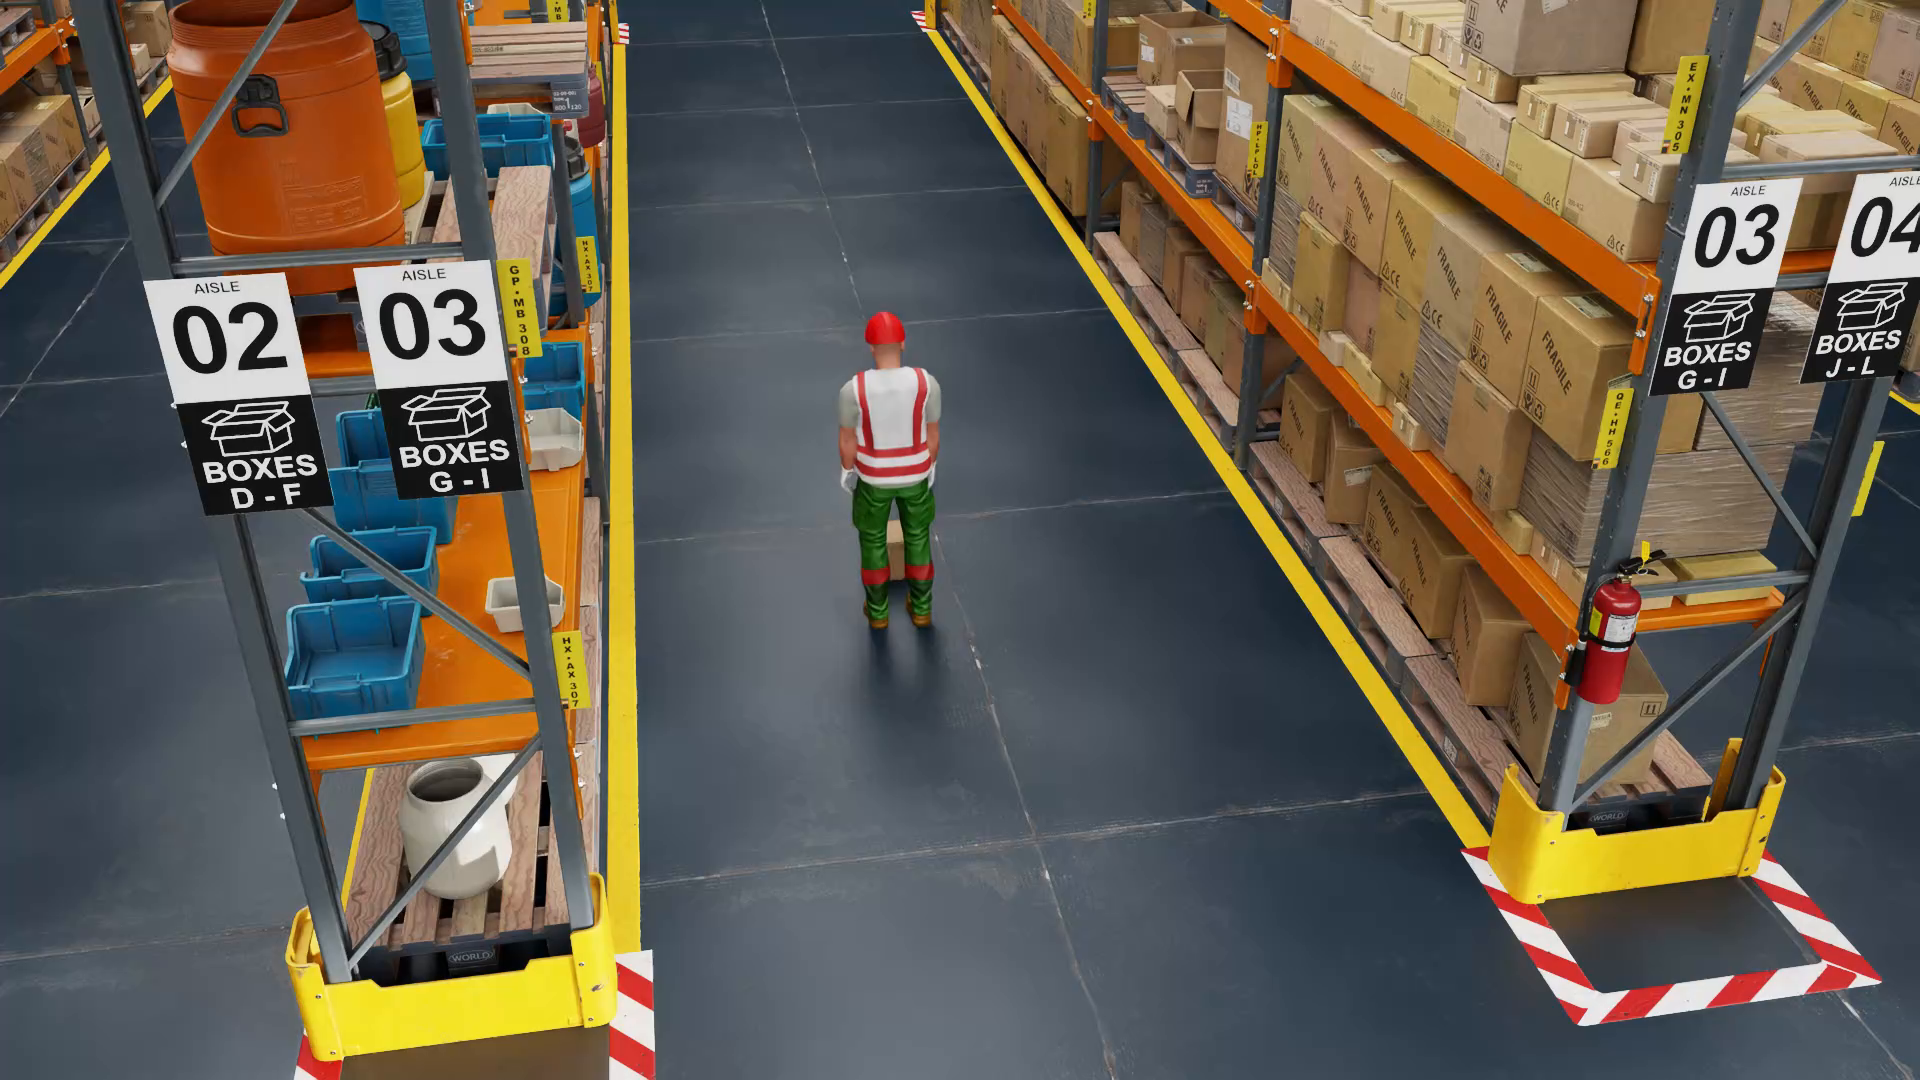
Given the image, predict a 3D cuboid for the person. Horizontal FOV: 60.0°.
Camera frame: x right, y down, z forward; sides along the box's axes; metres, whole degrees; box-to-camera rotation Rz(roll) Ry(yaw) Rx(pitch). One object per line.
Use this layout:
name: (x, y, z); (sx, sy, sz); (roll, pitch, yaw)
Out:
person: (-0.367, -0.350, 8.725); (0.529, 1.775, 0.364); (-5, 31, -8)
